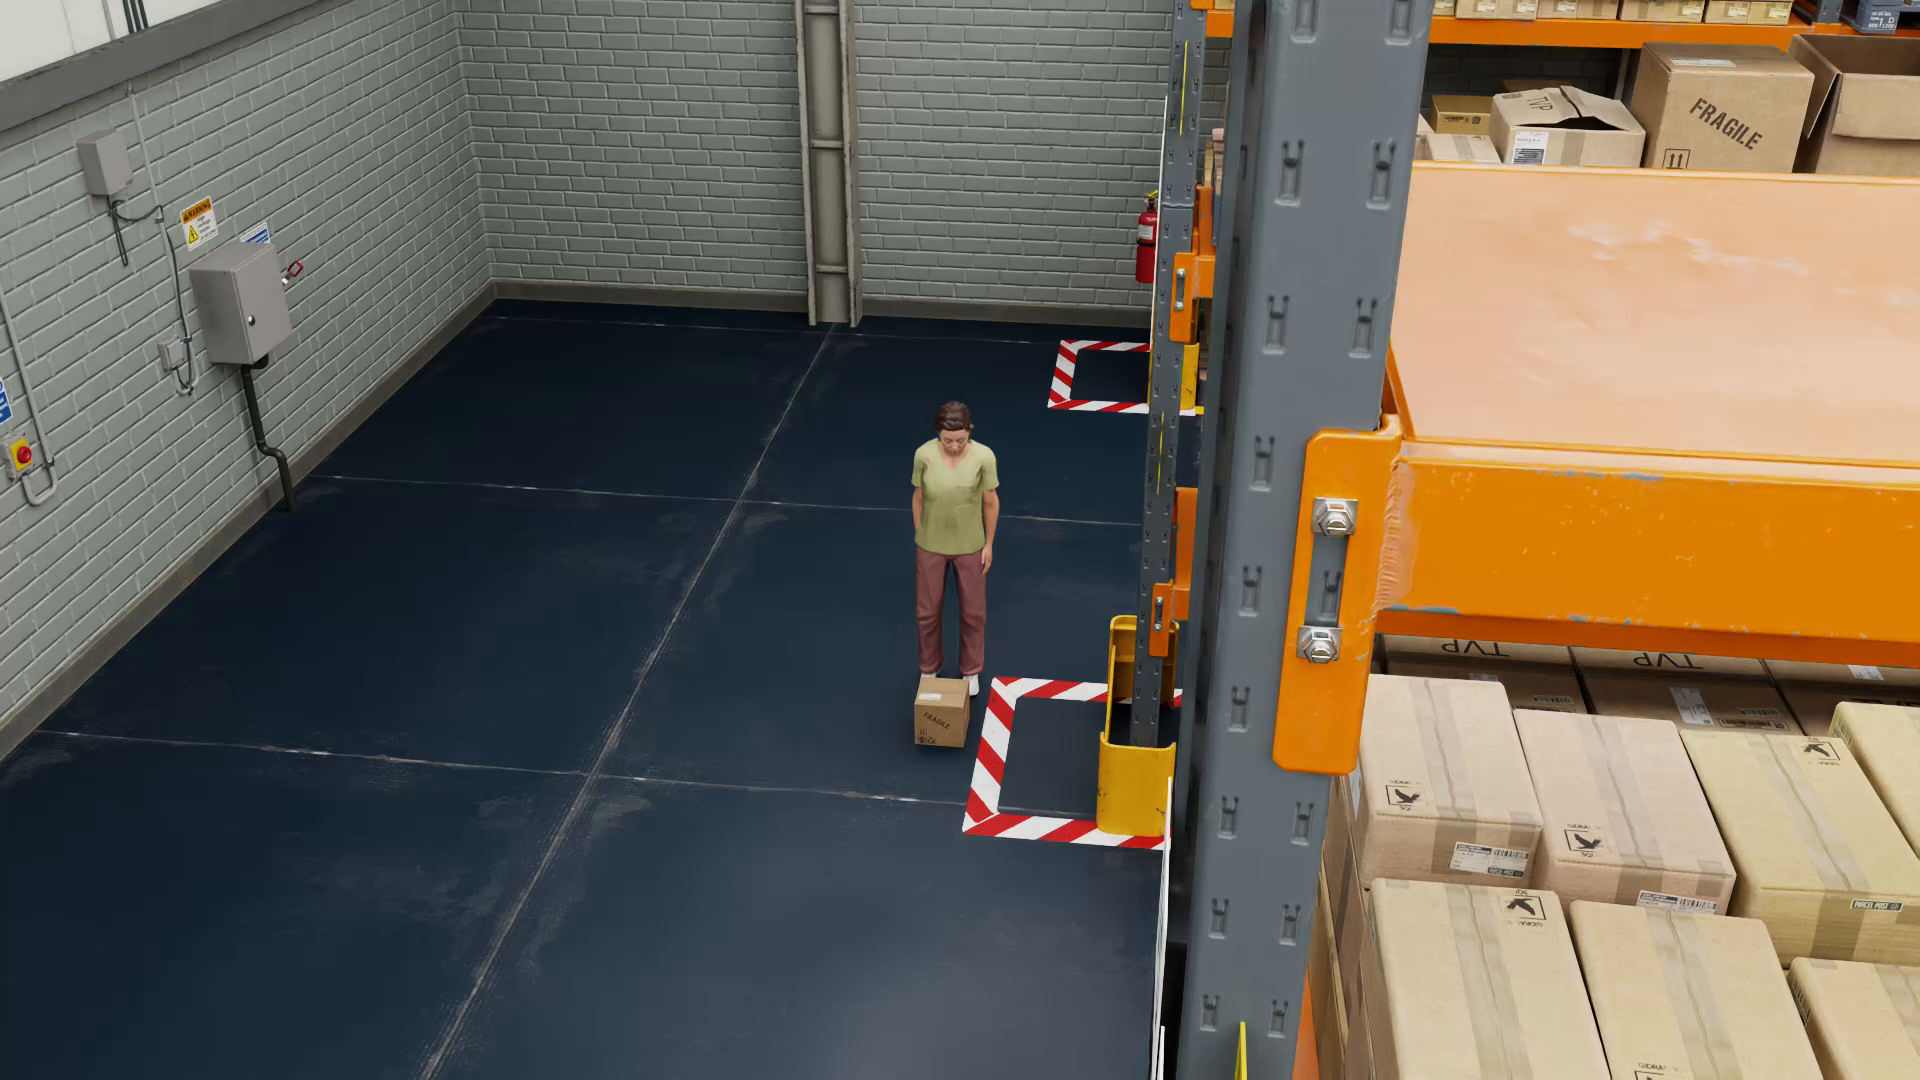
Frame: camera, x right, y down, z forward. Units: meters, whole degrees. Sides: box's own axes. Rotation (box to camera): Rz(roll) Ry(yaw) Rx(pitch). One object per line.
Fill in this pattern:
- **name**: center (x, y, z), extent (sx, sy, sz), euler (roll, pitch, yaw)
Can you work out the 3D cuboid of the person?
- **person**: center (-0.028, 0.048, 8.590), extent (0.452, 1.636, 0.358), euler (3, 29, 5)
